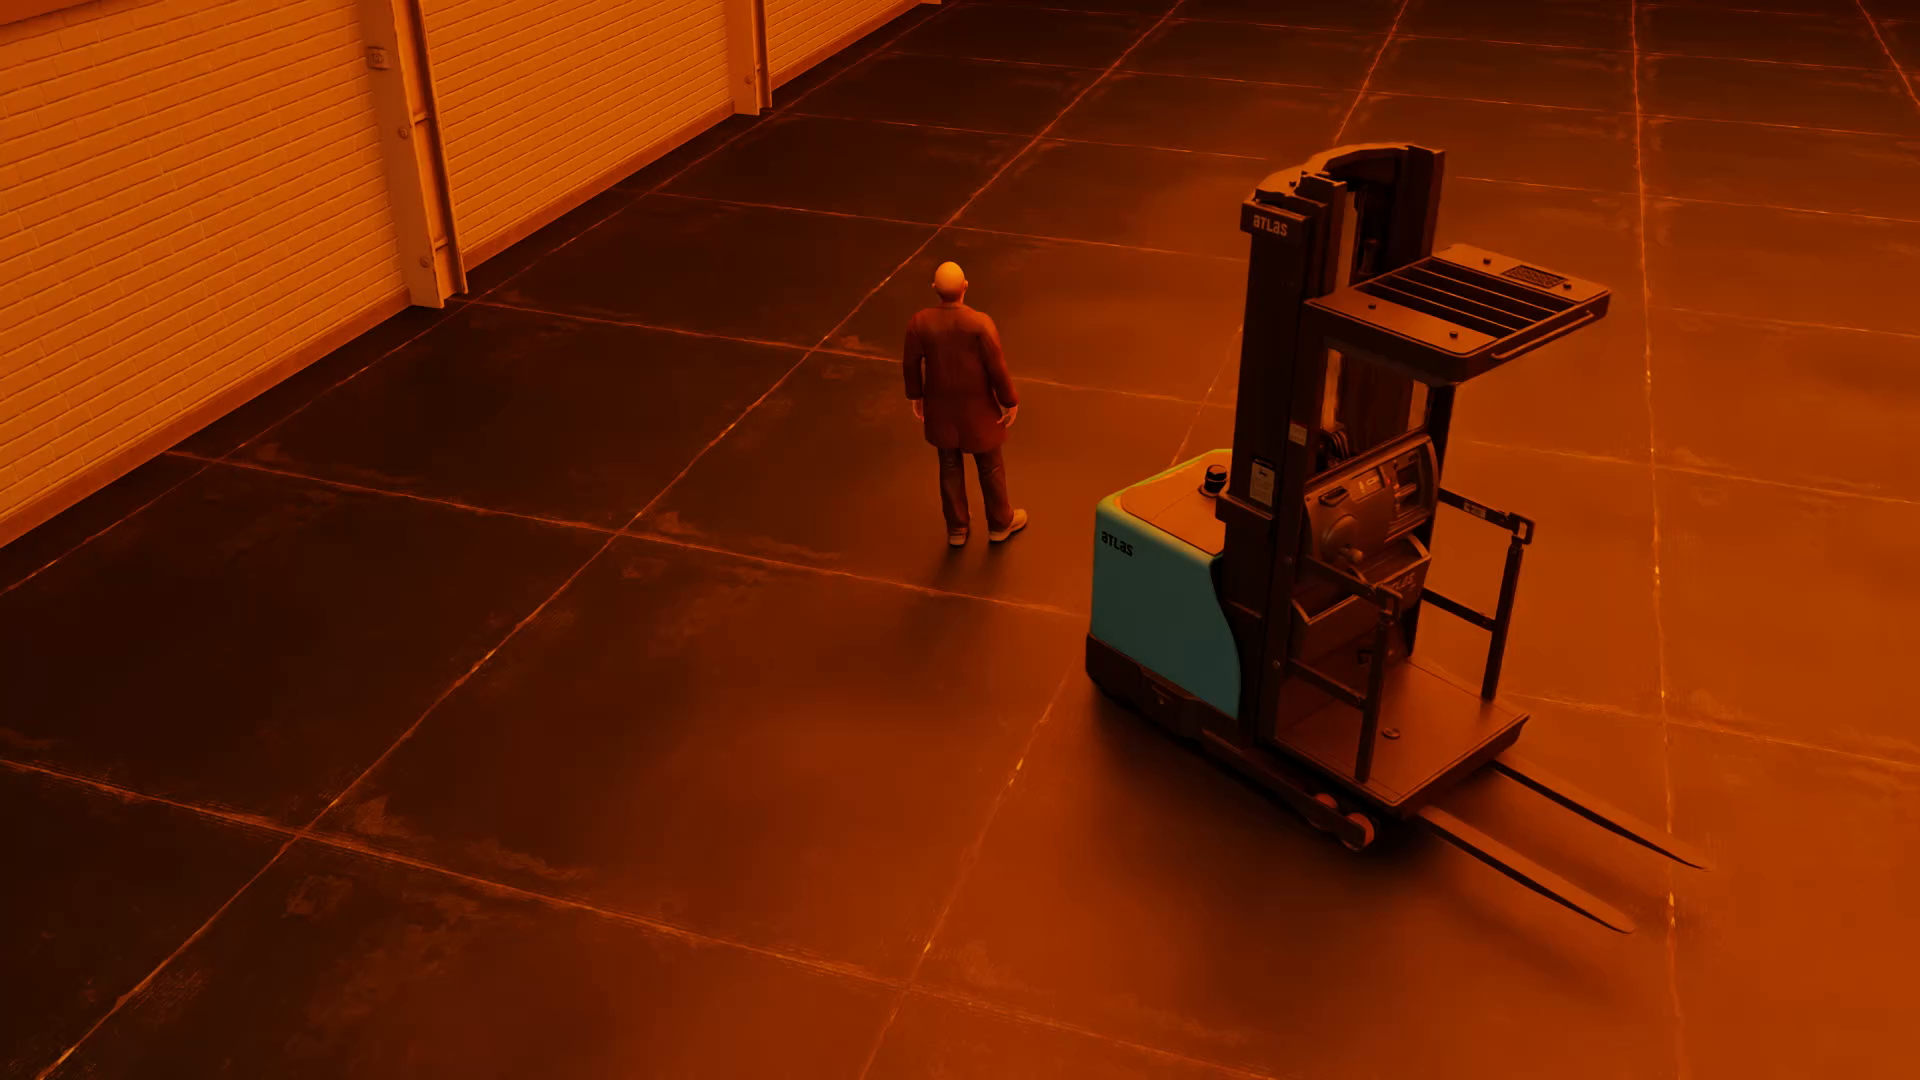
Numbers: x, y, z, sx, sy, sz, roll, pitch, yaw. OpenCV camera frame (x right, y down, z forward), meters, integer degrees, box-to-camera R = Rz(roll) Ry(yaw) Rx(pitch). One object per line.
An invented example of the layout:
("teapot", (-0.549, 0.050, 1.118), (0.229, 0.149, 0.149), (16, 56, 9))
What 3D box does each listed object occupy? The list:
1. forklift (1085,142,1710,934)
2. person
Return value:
("forklift", (2.004, -0.141, 7.383), (1.130, 2.935, 3.031), (-23, 37, -35))
("person", (0.033, -0.821, 9.727), (0.698, 1.778, 0.579), (10, 31, 16))
